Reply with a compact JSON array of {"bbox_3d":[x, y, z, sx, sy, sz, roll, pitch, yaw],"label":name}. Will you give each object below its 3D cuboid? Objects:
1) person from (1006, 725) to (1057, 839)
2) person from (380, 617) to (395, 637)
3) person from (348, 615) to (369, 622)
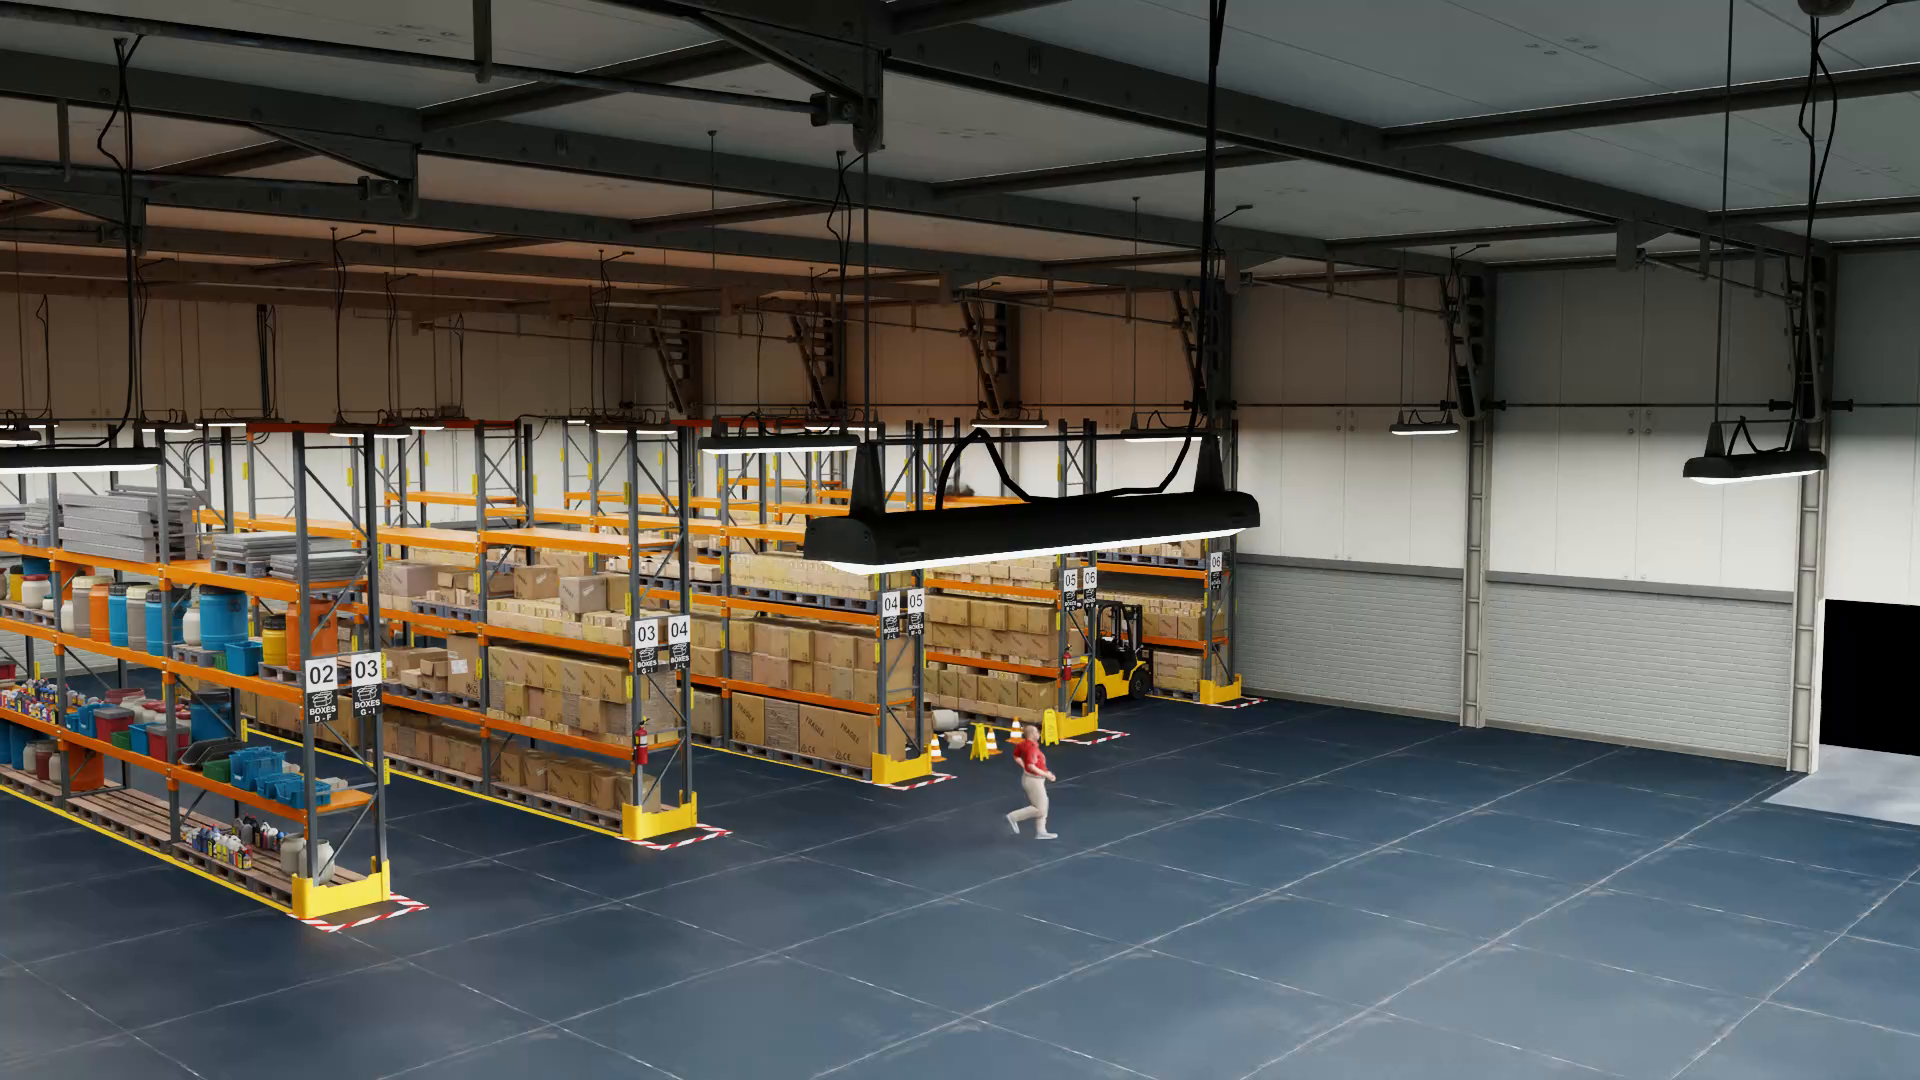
[{"bbox_3d":[1.025,3.518,24.097,0.798,1.689,0.663,-1,5,-14],"label":"person"},{"bbox_3d":[-13.818,2.223,39.860,1.105,1.643,0.726,-1,5,-16],"label":"person"},{"bbox_3d":[-14.074,2.338,38.758,0.643,1.638,0.874,1,5,16],"label":"person"}]
